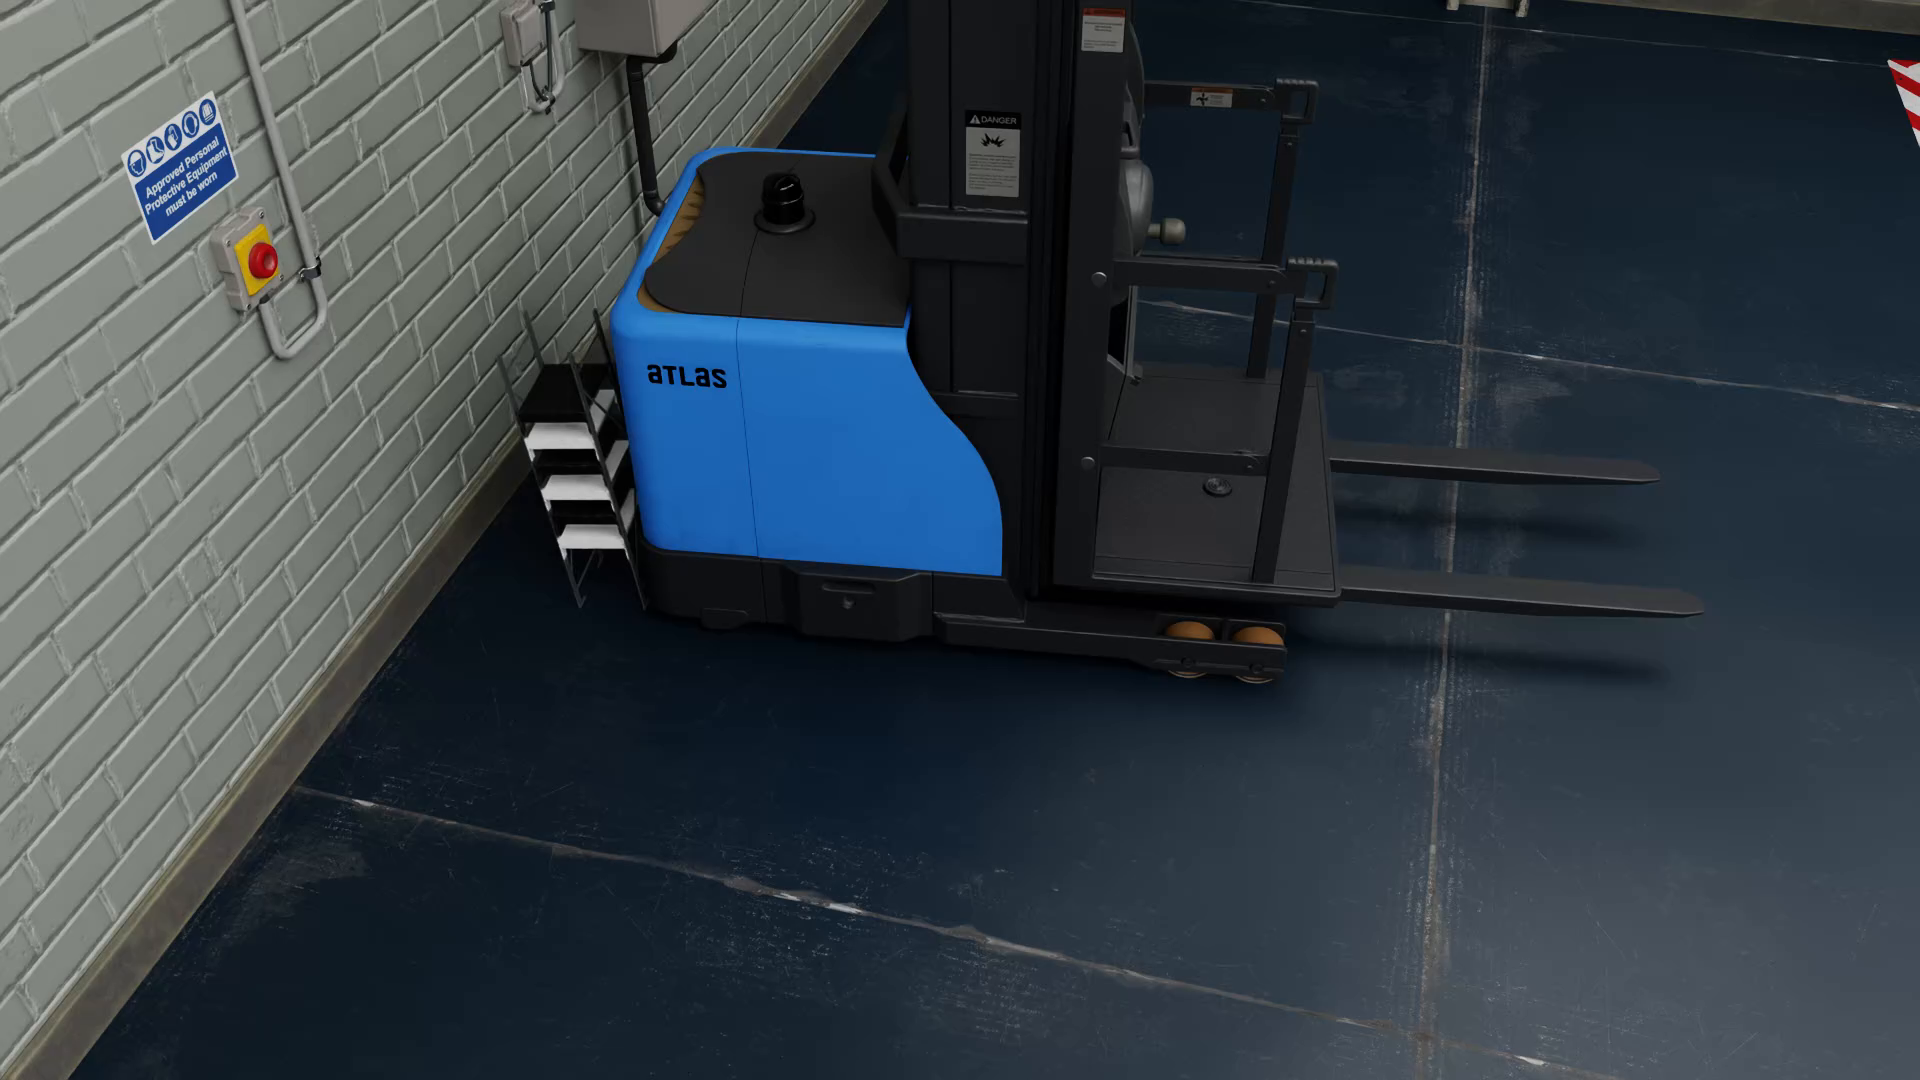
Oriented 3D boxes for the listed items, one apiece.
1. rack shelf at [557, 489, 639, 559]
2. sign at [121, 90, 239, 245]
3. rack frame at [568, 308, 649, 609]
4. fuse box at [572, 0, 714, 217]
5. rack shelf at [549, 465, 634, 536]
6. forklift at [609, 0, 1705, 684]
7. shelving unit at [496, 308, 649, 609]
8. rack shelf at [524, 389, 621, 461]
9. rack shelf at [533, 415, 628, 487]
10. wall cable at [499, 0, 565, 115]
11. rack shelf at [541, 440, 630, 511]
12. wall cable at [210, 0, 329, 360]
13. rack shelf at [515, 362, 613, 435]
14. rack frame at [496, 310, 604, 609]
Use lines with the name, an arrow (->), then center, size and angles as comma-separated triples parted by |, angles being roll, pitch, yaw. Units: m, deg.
rack shelf -> -1.052, -0.052, 4.928 | 0.200, 0.077, 0.258 | 0, 40, 9
sign -> -1.727, -0.829, 3.695 | 0.001, 0.218, 0.327 | 10, 41, 11
rack frame -> -0.973, -0.216, 4.777 | 0.006, 0.900, 0.240 | 0, 40, 9
fuse box -> -0.971, -1.533, 5.745 | 0.414, 1.711, 0.539 | 10, 41, 11
rack shelf -> -1.061, -0.121, 4.871 | 0.200, 0.077, 0.258 | 0, 40, 9
forklift -> 0.625, -1.075, 4.251 | 3.031, 2.935, 1.130 | 4, 40, 5
shelving unit -> -1.074, -0.216, 4.793 | 0.210, 0.900, 0.258 | 0, 40, 9
rack shelf -> -1.089, -0.329, 4.701 | 0.200, 0.077, 0.258 | 0, 40, 9
rack shelf -> -1.080, -0.260, 4.758 | 0.200, 0.077, 0.258 | 0, 40, 9
wall cable -> -1.300, -2.018, 4.530 | 0.122, 1.984, 0.588 | 10, 41, 11
rack shelf -> -1.070, -0.190, 4.814 | 0.200, 0.077, 0.258 | 0, 40, 9
wall cable -> -1.655, -1.147, 3.469 | 0.123, 1.953, 0.585 | 10, 41, 11
rack shelf -> -1.098, -0.398, 4.644 | 0.200, 0.077, 0.258 | 0, 40, 9
rack frame -> -1.174, -0.216, 4.810 | 0.006, 0.900, 0.240 | 0, 40, 9
